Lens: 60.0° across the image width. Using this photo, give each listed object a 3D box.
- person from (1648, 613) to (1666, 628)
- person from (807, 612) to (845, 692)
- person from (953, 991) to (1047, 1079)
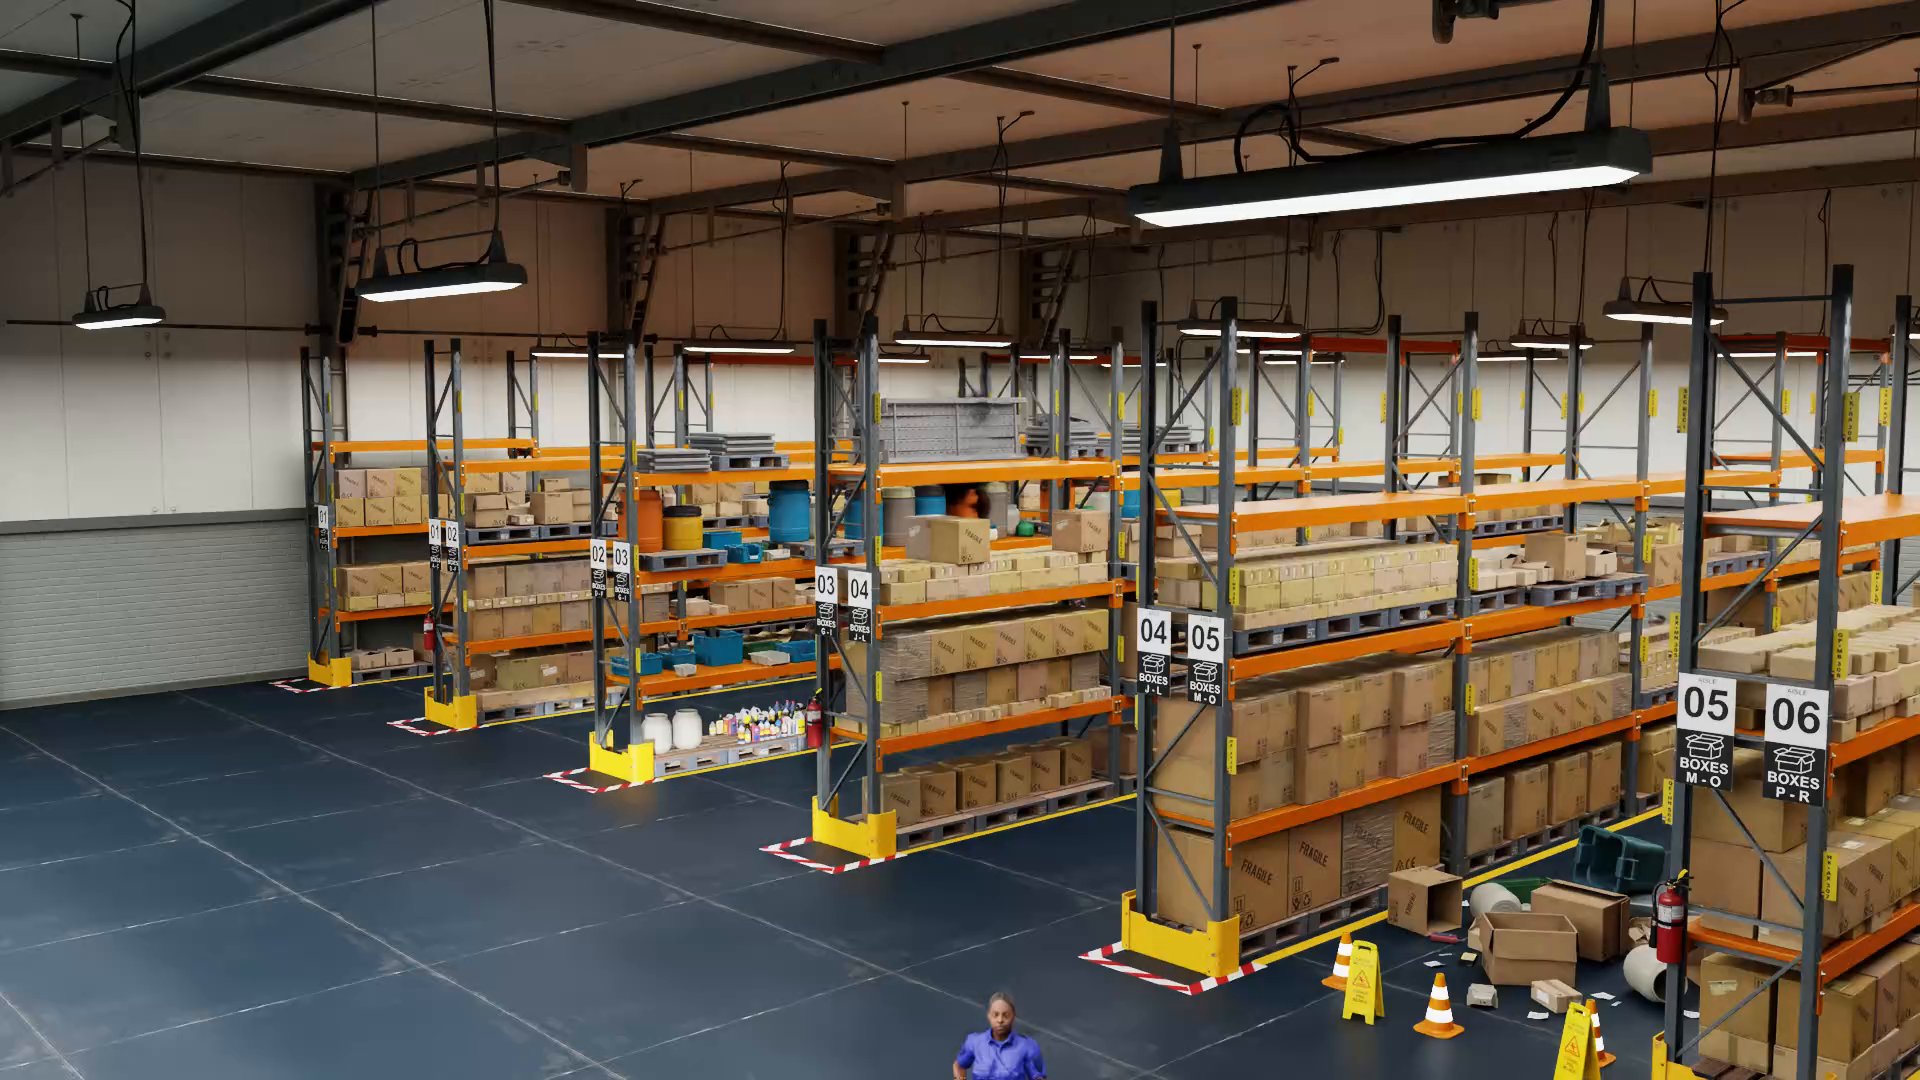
[{"bbox_3d":[10.830,2.019,25.788,0.895,1.808,0.674,-3,6,-33],"label":"person"},{"bbox_3d":[-2.181,1.612,27.219,0.588,1.747,0.731,-4,7,-40],"label":"person"},{"bbox_3d":[0.238,3.479,9.859,0.587,1.627,0.871,0,5,4],"label":"person"}]
